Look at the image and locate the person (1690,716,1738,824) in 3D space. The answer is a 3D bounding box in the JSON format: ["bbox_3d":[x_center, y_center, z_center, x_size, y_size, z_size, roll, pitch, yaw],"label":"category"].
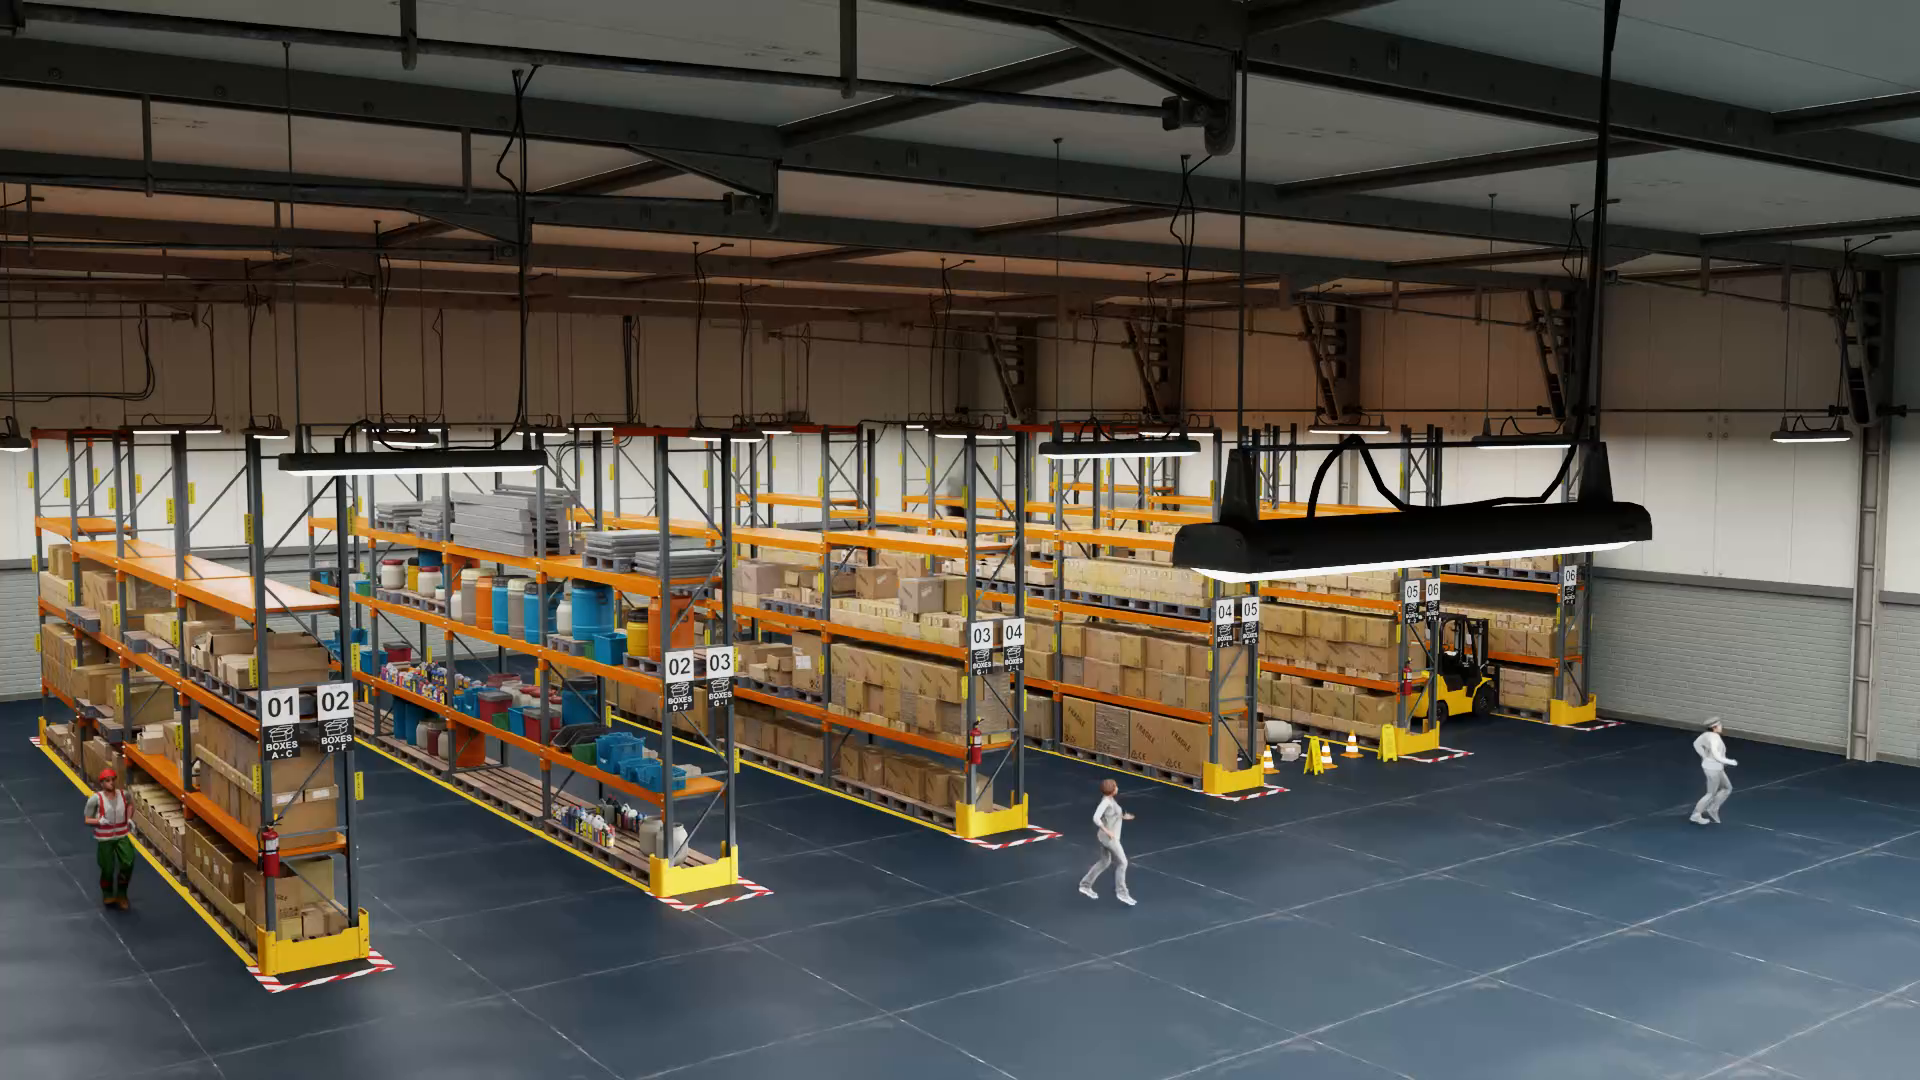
[{"bbox_3d":[11.492,3.514,25.358,0.644,1.673,0.619,1,5,13],"label":"person"}]

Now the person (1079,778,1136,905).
[{"bbox_3d":[1.888,3.849,21.245,0.733,1.625,0.530,0,4,-2],"label":"person"}]

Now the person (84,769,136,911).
[{"bbox_3d":[-10.683,3.794,20.997,0.635,1.809,0.681,-4,6,-41],"label":"person"}]
